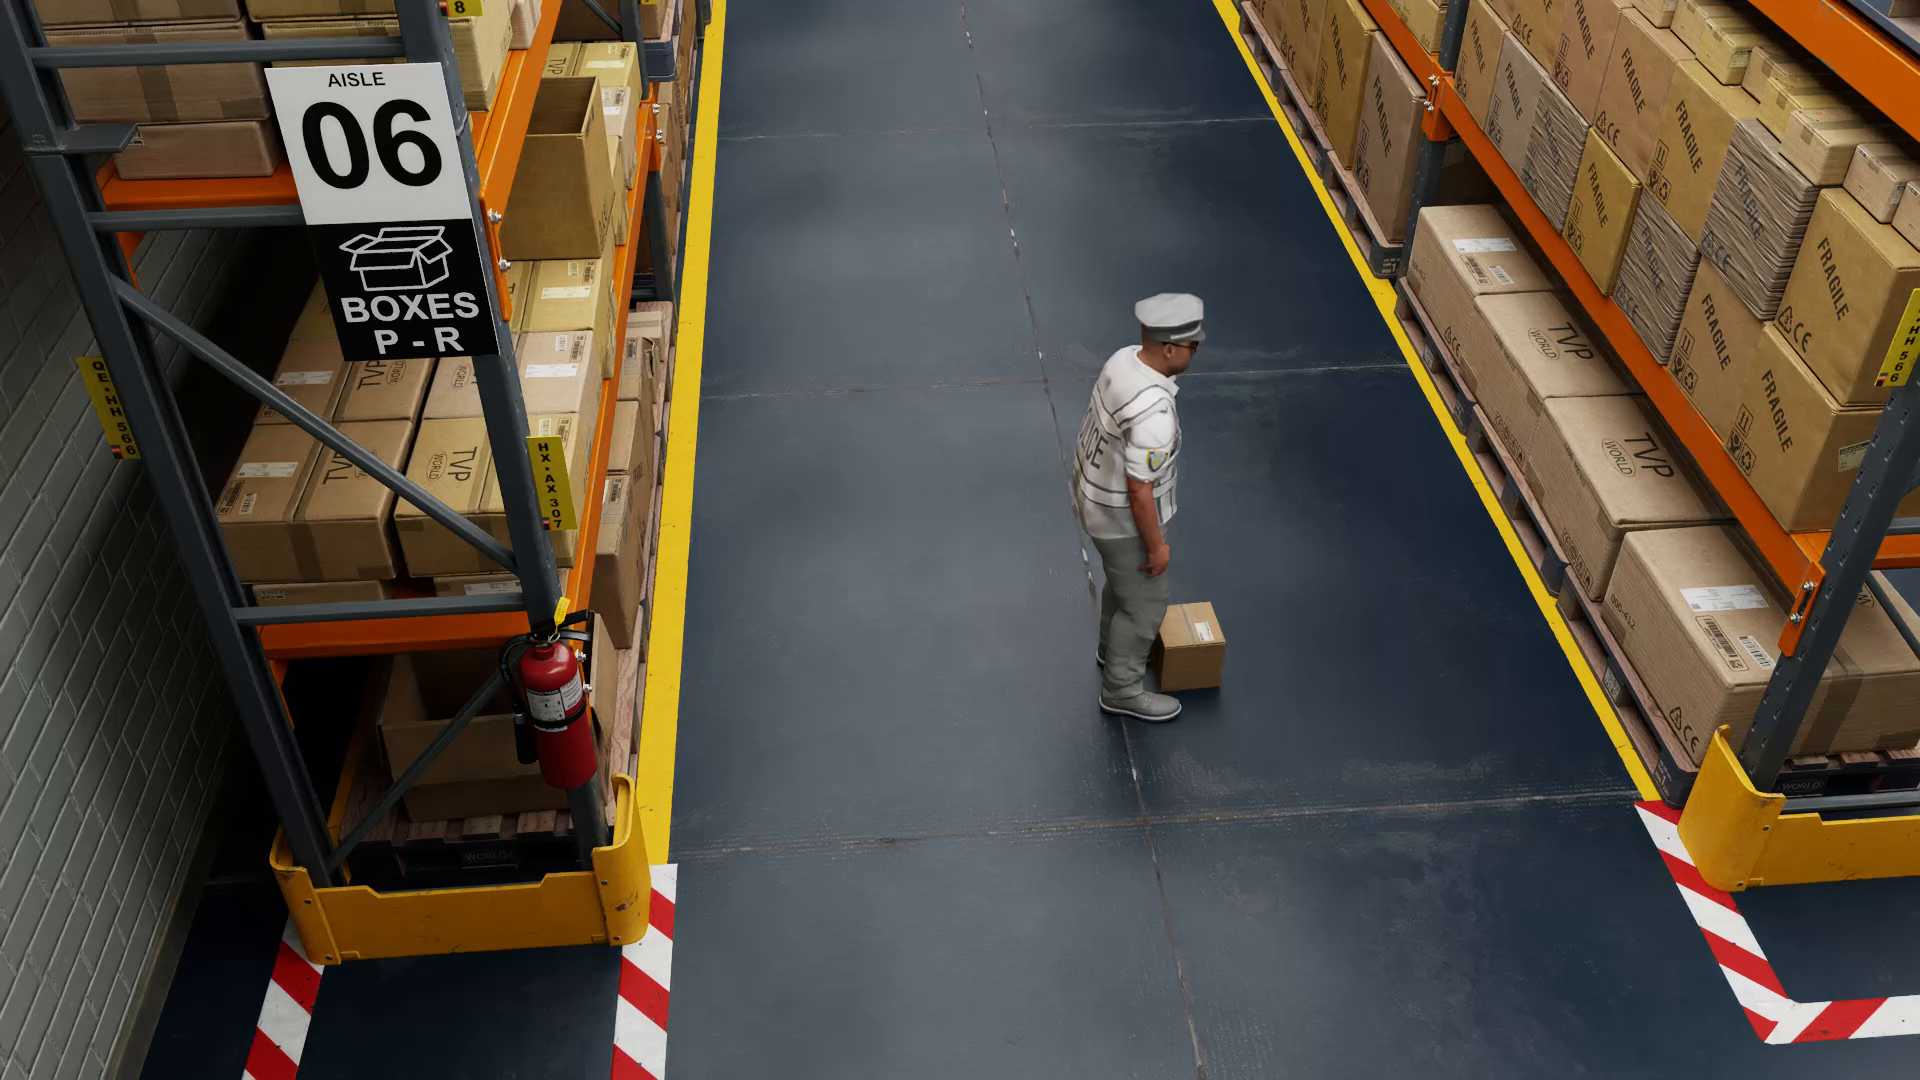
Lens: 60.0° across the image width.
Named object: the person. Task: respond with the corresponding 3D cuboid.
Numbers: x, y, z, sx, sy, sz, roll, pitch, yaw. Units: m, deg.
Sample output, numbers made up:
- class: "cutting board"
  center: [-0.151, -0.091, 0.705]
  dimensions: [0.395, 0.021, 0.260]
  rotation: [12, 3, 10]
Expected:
- class: "person"
  center: [0.668, -0.125, 6.303]
  dimensions: [0.466, 1.748, 0.587]
  rotation: [-3, 39, -4]
